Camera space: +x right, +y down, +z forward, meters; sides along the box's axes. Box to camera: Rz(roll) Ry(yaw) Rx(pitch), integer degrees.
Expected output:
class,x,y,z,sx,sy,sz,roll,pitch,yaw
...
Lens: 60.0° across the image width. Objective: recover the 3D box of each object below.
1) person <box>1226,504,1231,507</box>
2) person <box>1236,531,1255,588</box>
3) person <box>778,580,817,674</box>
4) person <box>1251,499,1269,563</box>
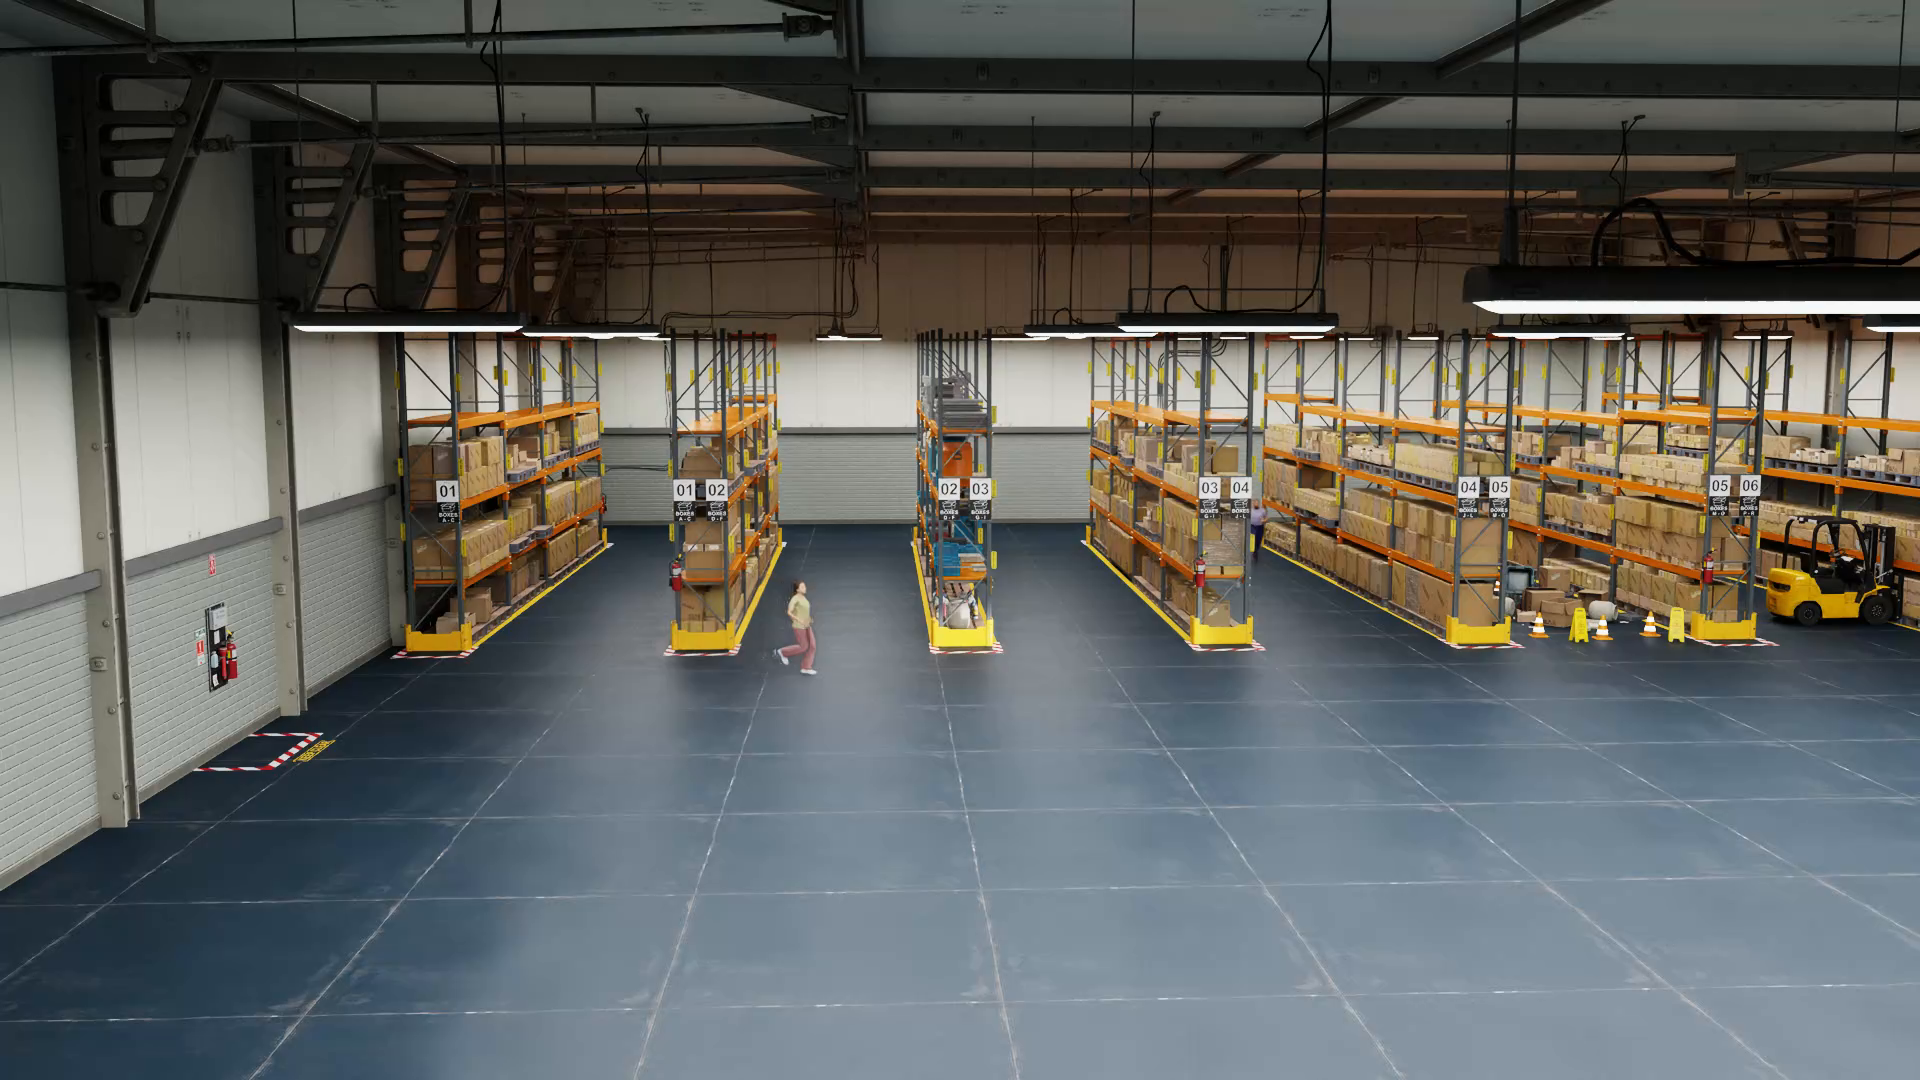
class,x,y,z,sx,sy,sz,roll,pitch,yaw
person,7.471,-0.588,45.972,0.683,1.812,0.881,0,7,-3
person,6.664,0.321,39.106,0.625,1.627,0.588,0,7,-3
person,-2.812,1.513,28.964,0.715,1.639,0.586,3,7,22
person,7.840,-0.255,43.879,0.592,1.668,0.851,0,7,-1
